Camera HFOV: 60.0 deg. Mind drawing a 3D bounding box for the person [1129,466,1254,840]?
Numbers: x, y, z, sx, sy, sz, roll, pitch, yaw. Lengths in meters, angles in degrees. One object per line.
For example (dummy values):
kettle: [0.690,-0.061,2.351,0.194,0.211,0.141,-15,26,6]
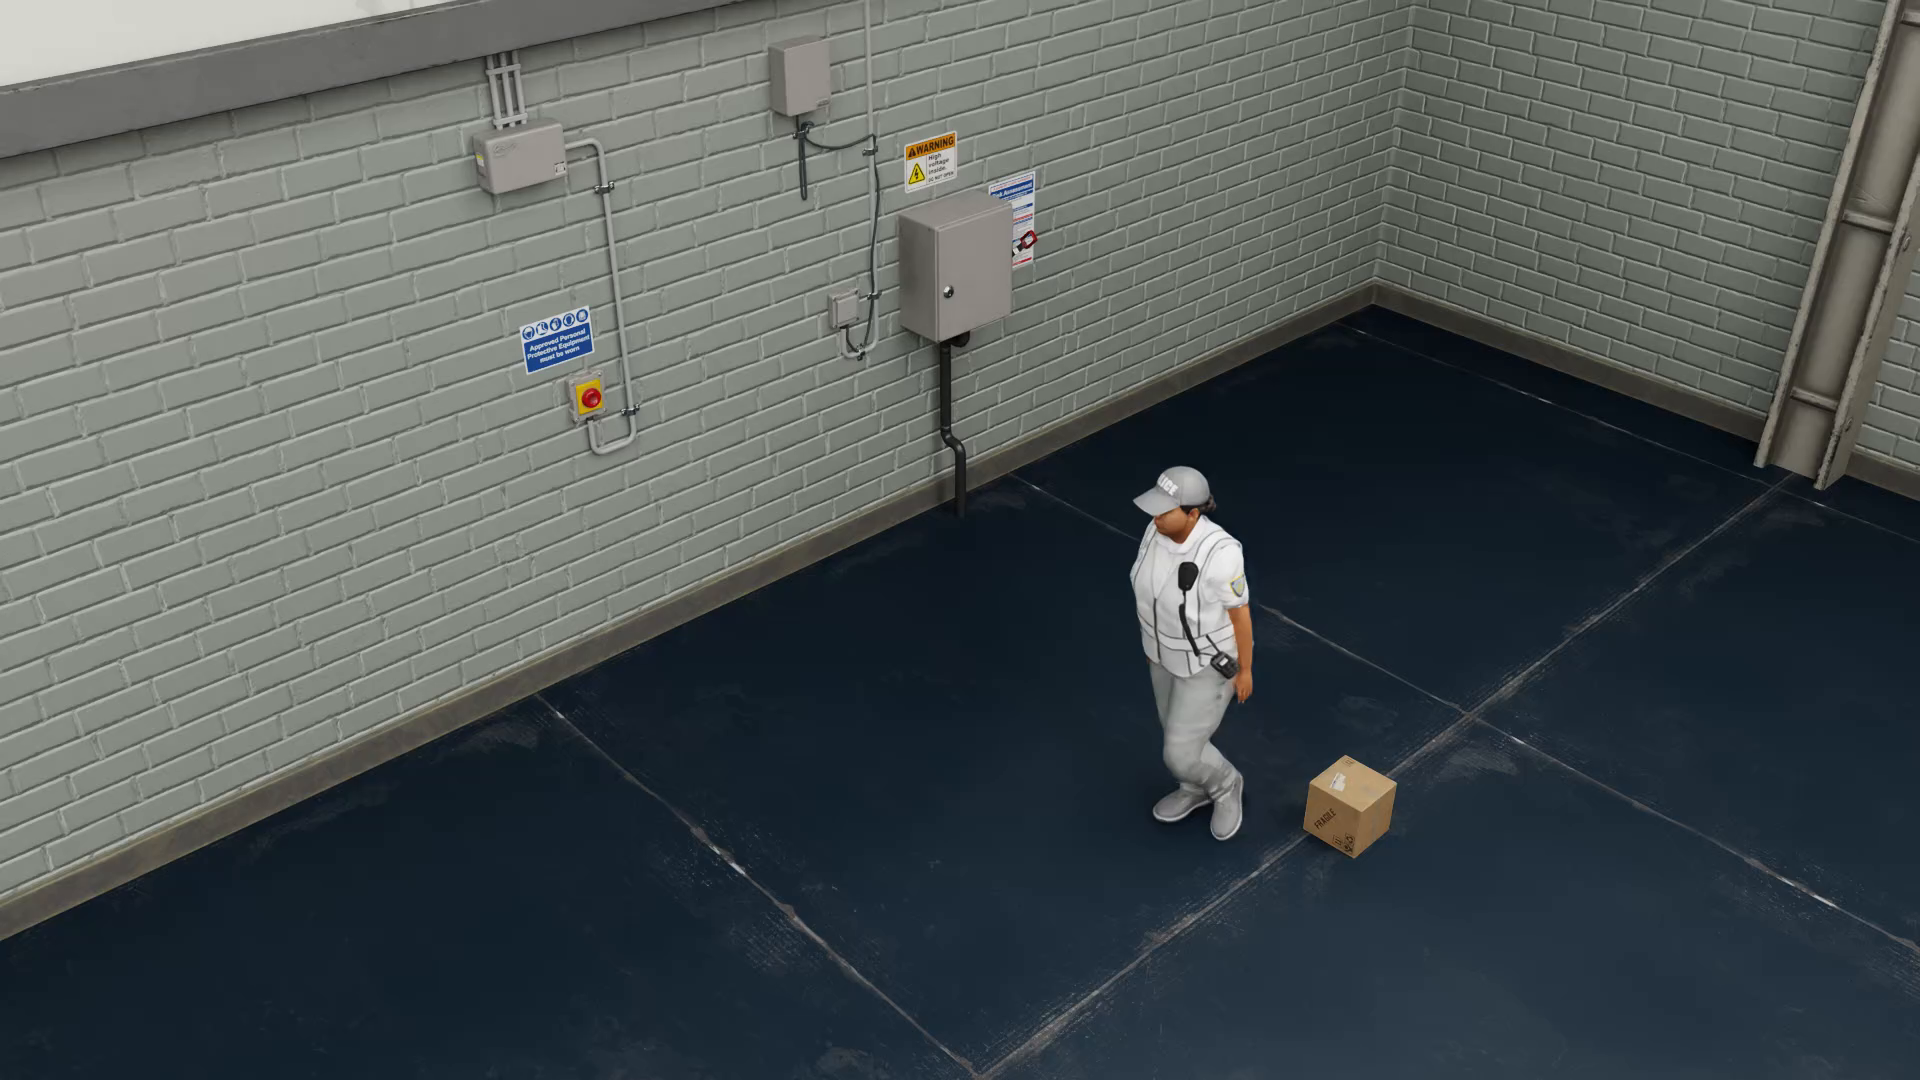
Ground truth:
person: [0.880,0.447,6.397,0.490,1.652,0.540,-20,37,-28]
